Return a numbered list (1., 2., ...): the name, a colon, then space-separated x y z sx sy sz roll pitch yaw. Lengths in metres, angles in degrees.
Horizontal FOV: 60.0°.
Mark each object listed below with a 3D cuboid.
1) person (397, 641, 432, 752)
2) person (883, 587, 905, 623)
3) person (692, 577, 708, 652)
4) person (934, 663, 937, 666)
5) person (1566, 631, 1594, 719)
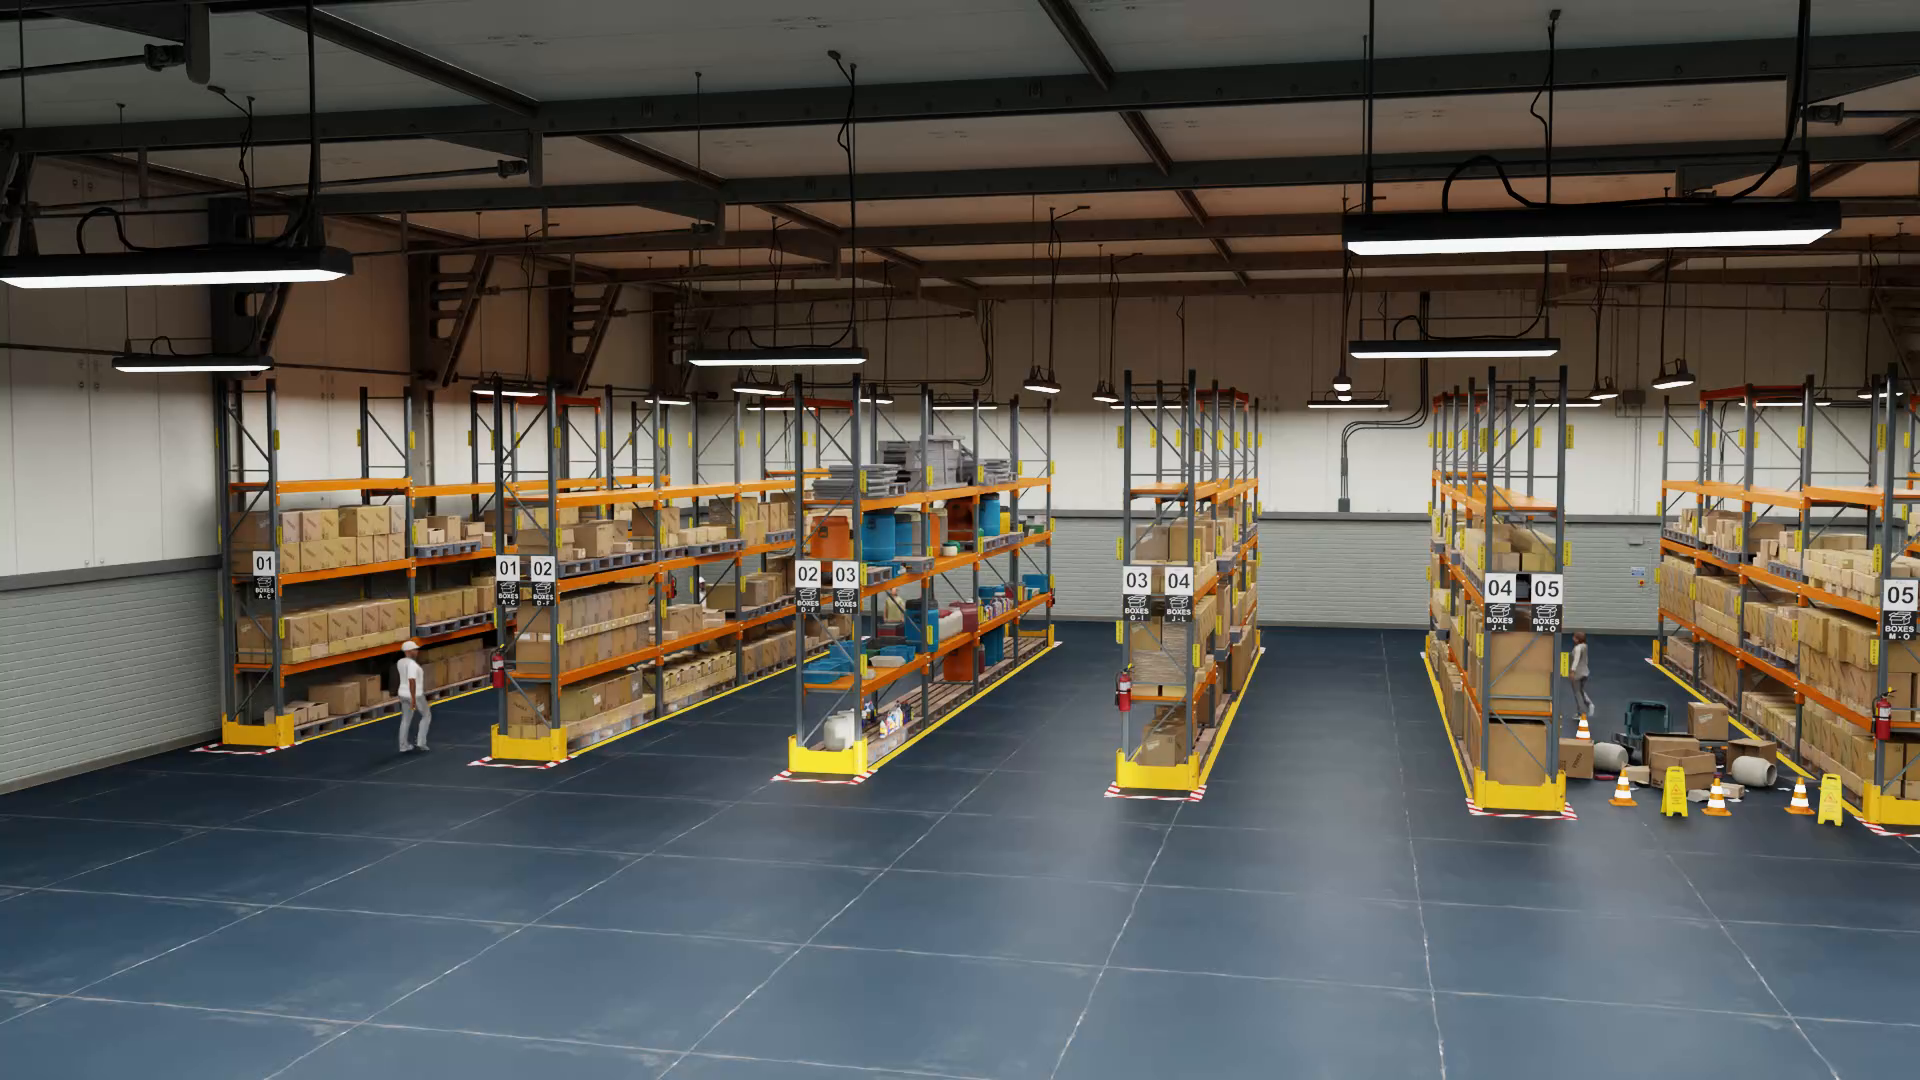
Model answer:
1. person: -8.797 2.525 26.728 0.539 1.812 0.533 2 4 32
2. person: -1.542 1.871 38.738 0.562 1.619 1.064 1 3 10
3. person: -6.068 1.764 39.270 0.425 1.783 0.552 1 4 22
4. person: -0.722 1.919 36.676 0.428 1.717 0.615 -1 3 -9
5. person: 11.069 2.416 29.691 0.442 1.595 0.454 -1 4 -23
